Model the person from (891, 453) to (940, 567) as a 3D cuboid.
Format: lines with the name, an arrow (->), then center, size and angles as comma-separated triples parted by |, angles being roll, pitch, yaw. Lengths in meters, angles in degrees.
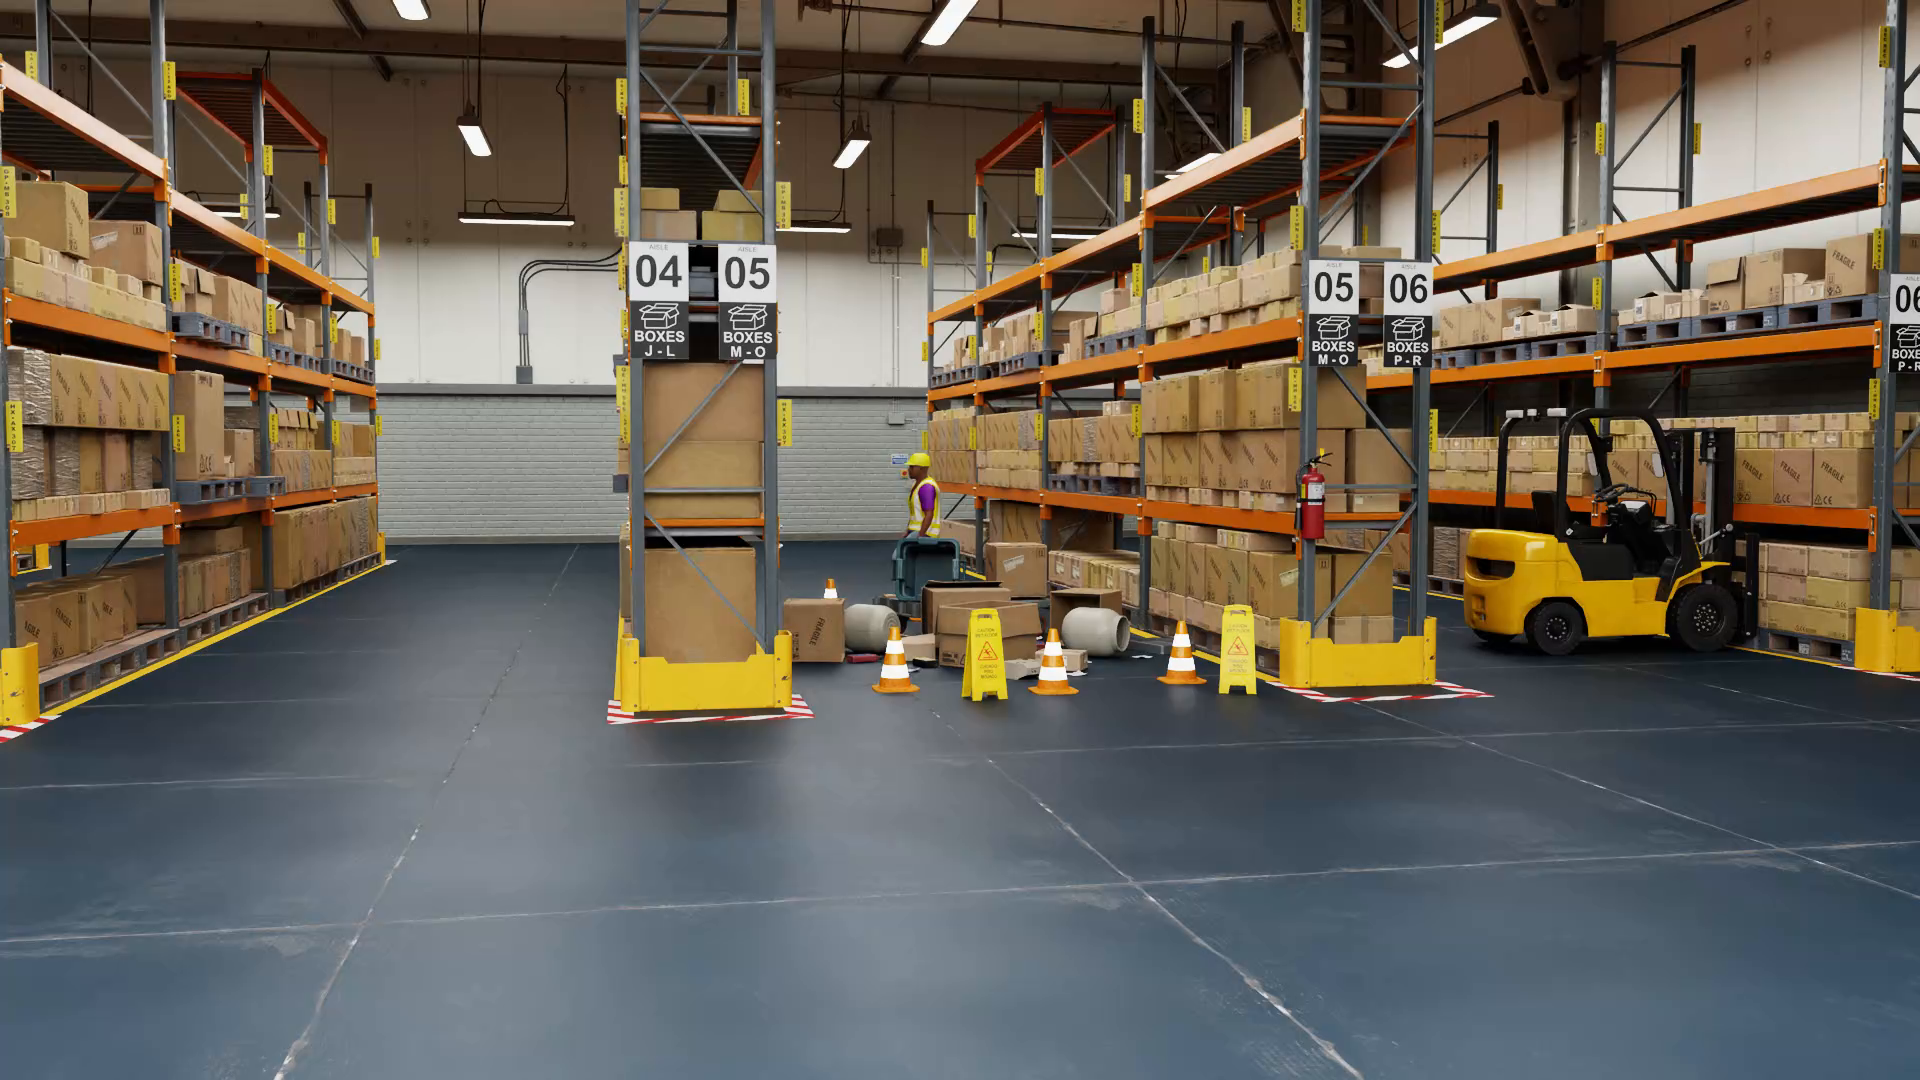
person -> -0.492, -0.044, 17.729 | 0.554, 1.765, 0.636 | -1, 3, -14
